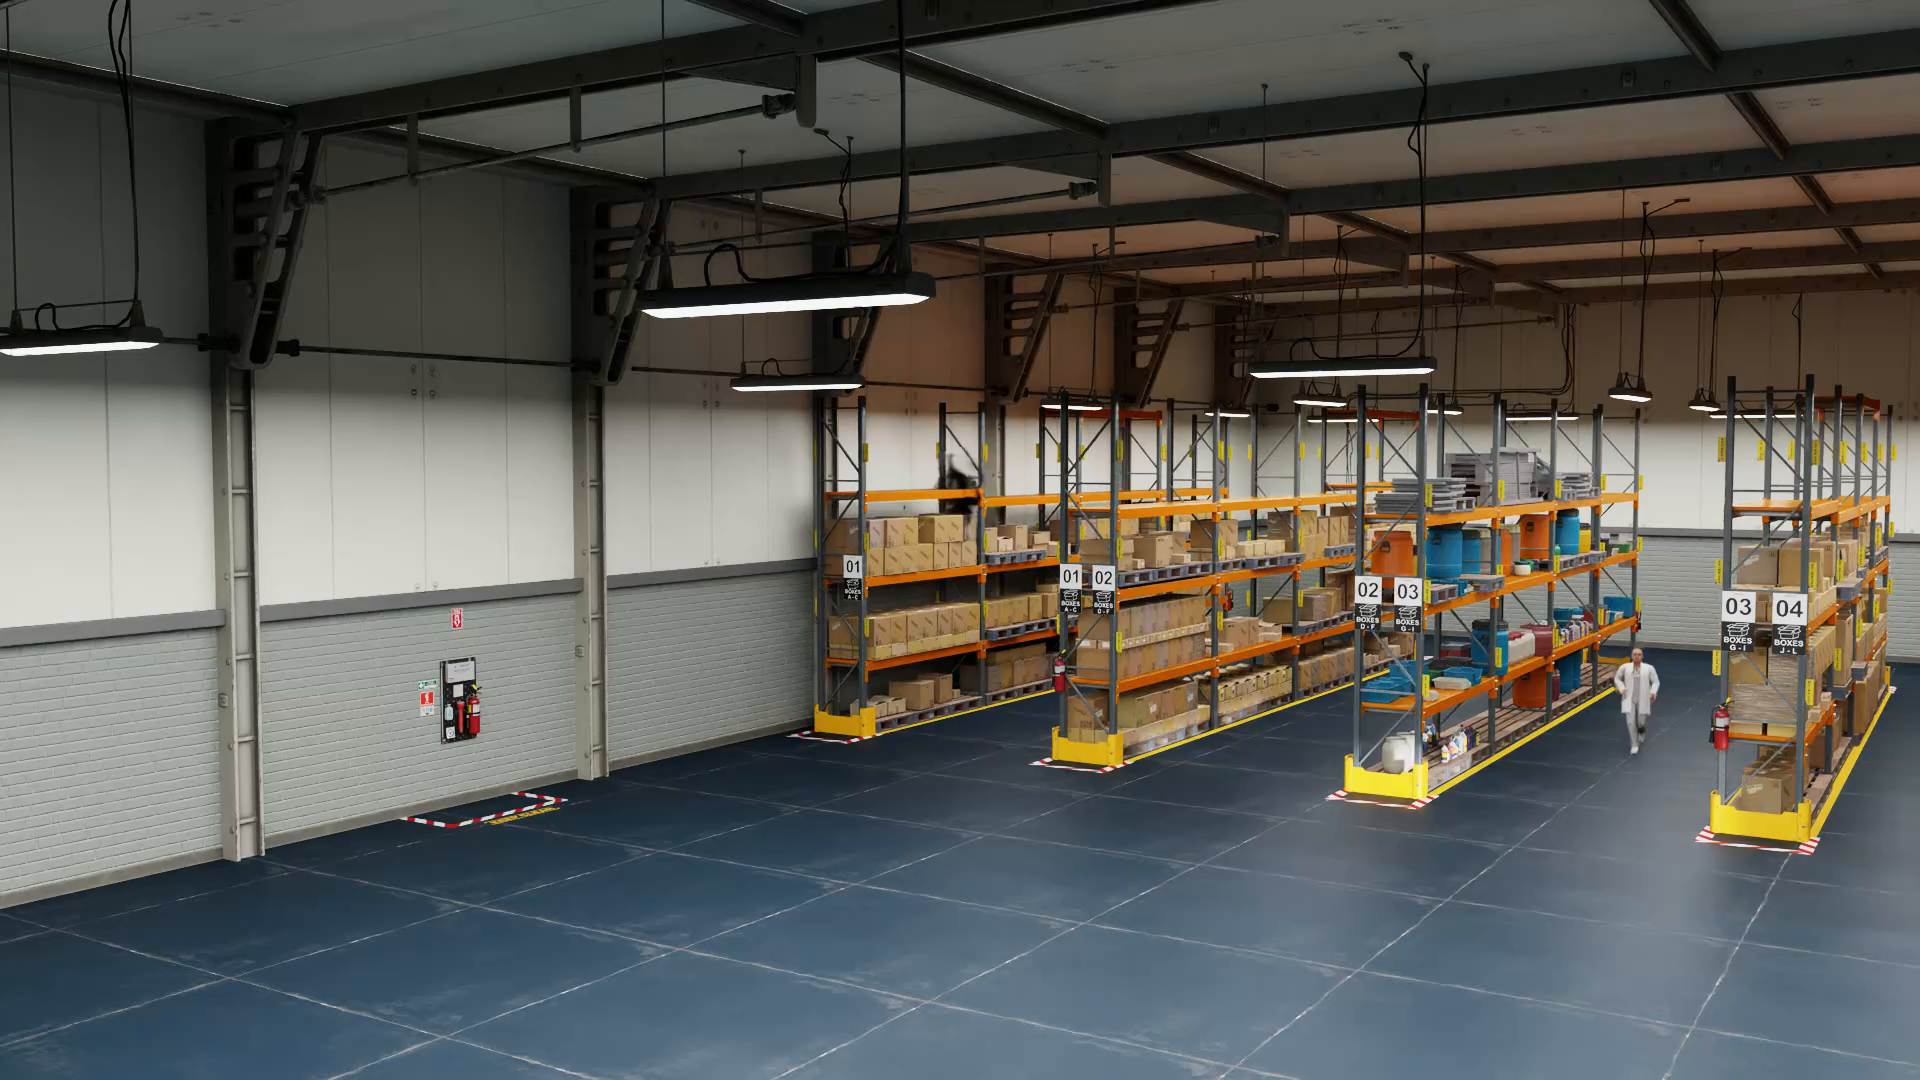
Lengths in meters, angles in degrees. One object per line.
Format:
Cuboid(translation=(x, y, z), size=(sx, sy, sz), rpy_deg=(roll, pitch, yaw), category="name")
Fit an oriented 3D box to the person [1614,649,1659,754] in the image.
Cuboid(translation=(11.314, 2.683, 27.835), size=(0.712, 1.739, 0.581), rpy_deg=(1, 3, 24), category="person")
